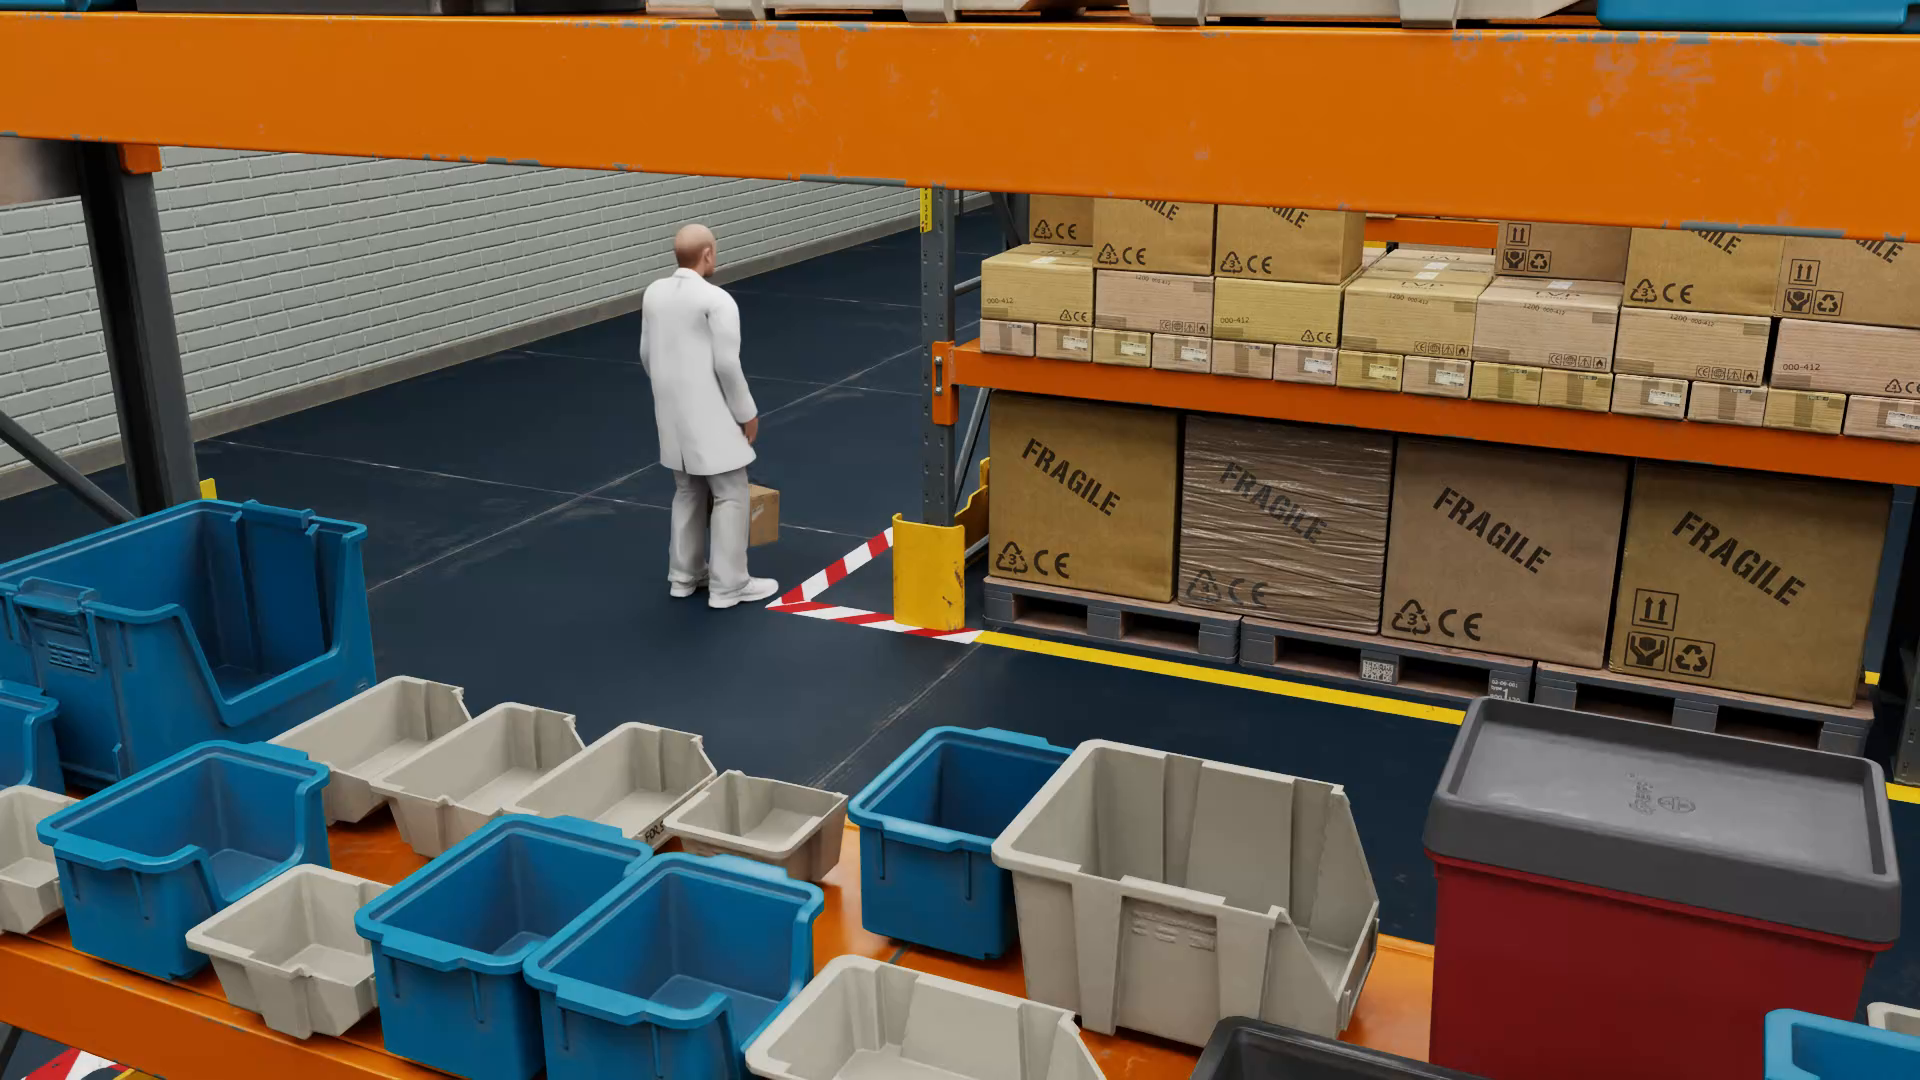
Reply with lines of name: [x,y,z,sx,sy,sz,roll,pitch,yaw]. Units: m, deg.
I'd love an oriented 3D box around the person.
person: [-1.211,-0.581,7.796,0.601,1.776,0.425,13,23,34]
